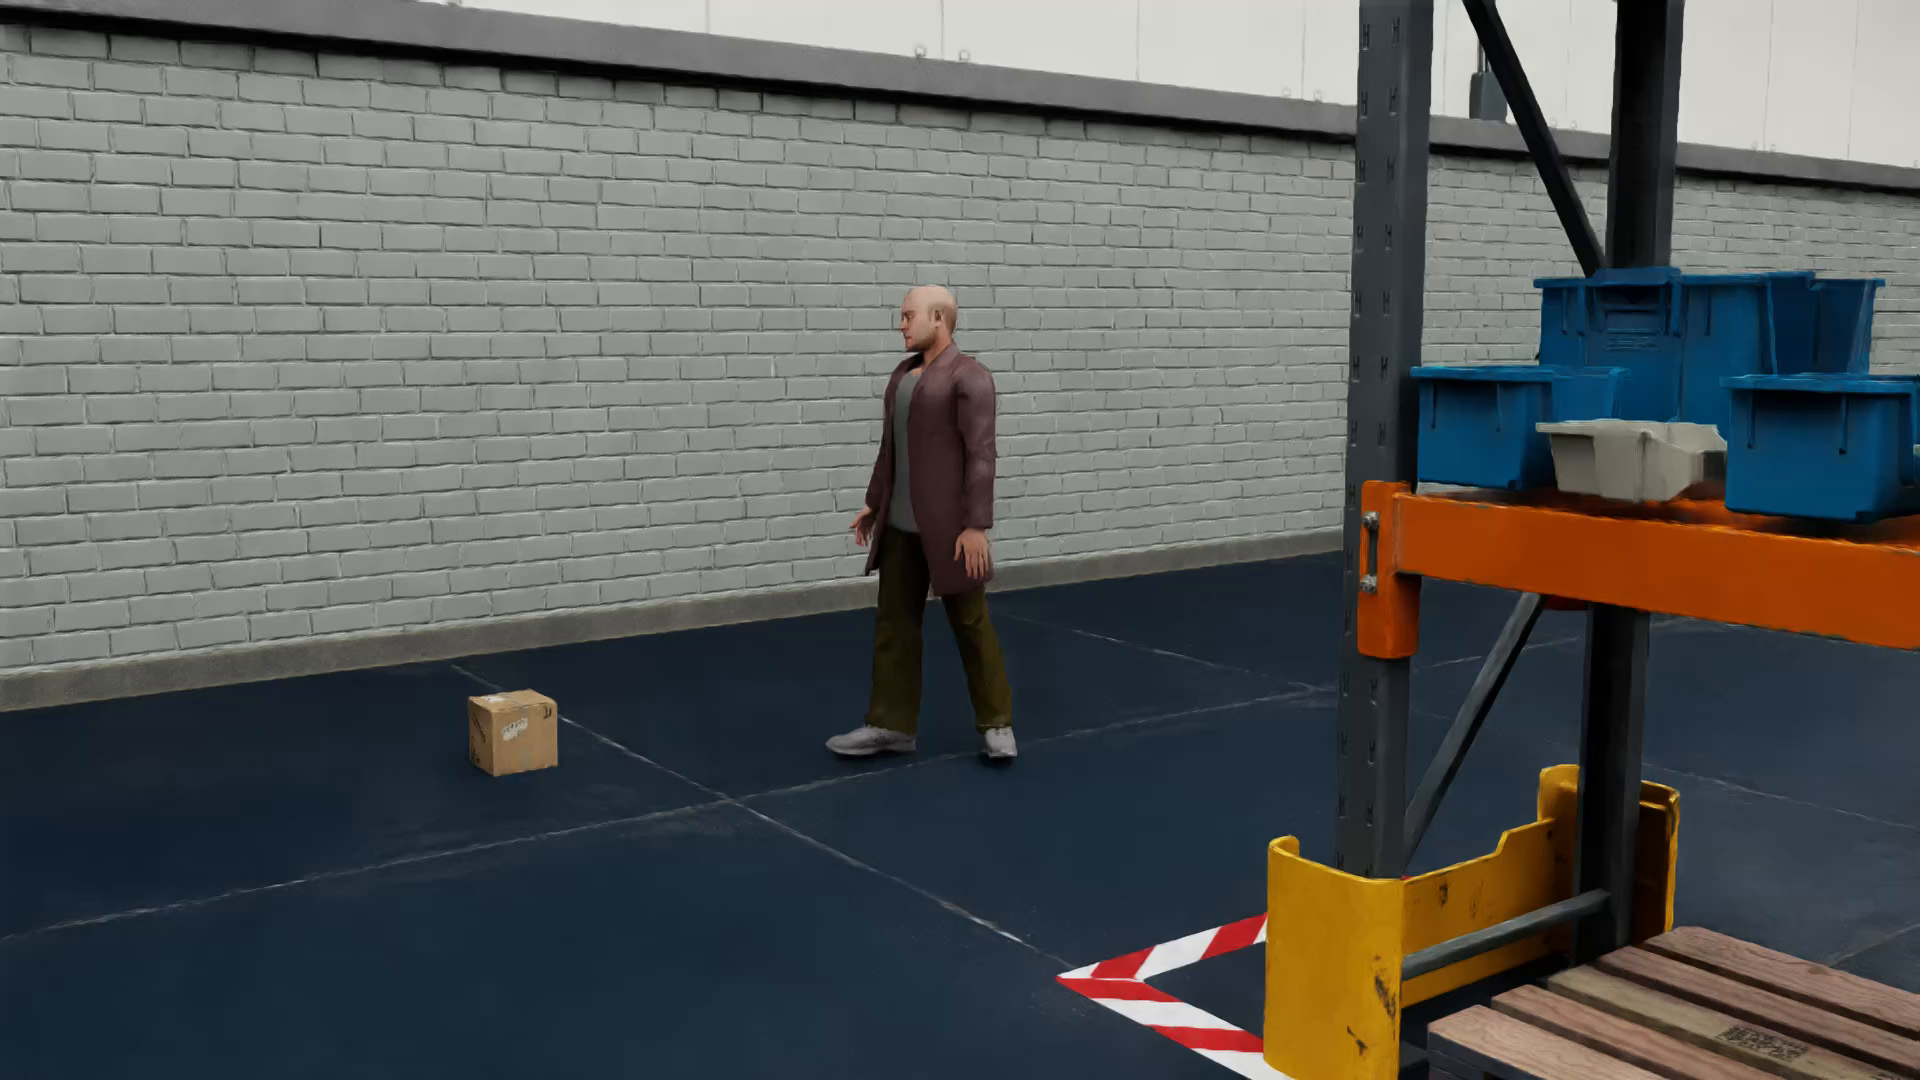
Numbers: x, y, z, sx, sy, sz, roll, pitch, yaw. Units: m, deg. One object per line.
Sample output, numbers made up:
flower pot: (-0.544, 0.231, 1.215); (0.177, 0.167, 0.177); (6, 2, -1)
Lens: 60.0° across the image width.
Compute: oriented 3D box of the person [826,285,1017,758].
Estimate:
person: (-0.153, -0.065, 6.270); (0.682, 1.775, 0.779); (-7, 10, -42)
